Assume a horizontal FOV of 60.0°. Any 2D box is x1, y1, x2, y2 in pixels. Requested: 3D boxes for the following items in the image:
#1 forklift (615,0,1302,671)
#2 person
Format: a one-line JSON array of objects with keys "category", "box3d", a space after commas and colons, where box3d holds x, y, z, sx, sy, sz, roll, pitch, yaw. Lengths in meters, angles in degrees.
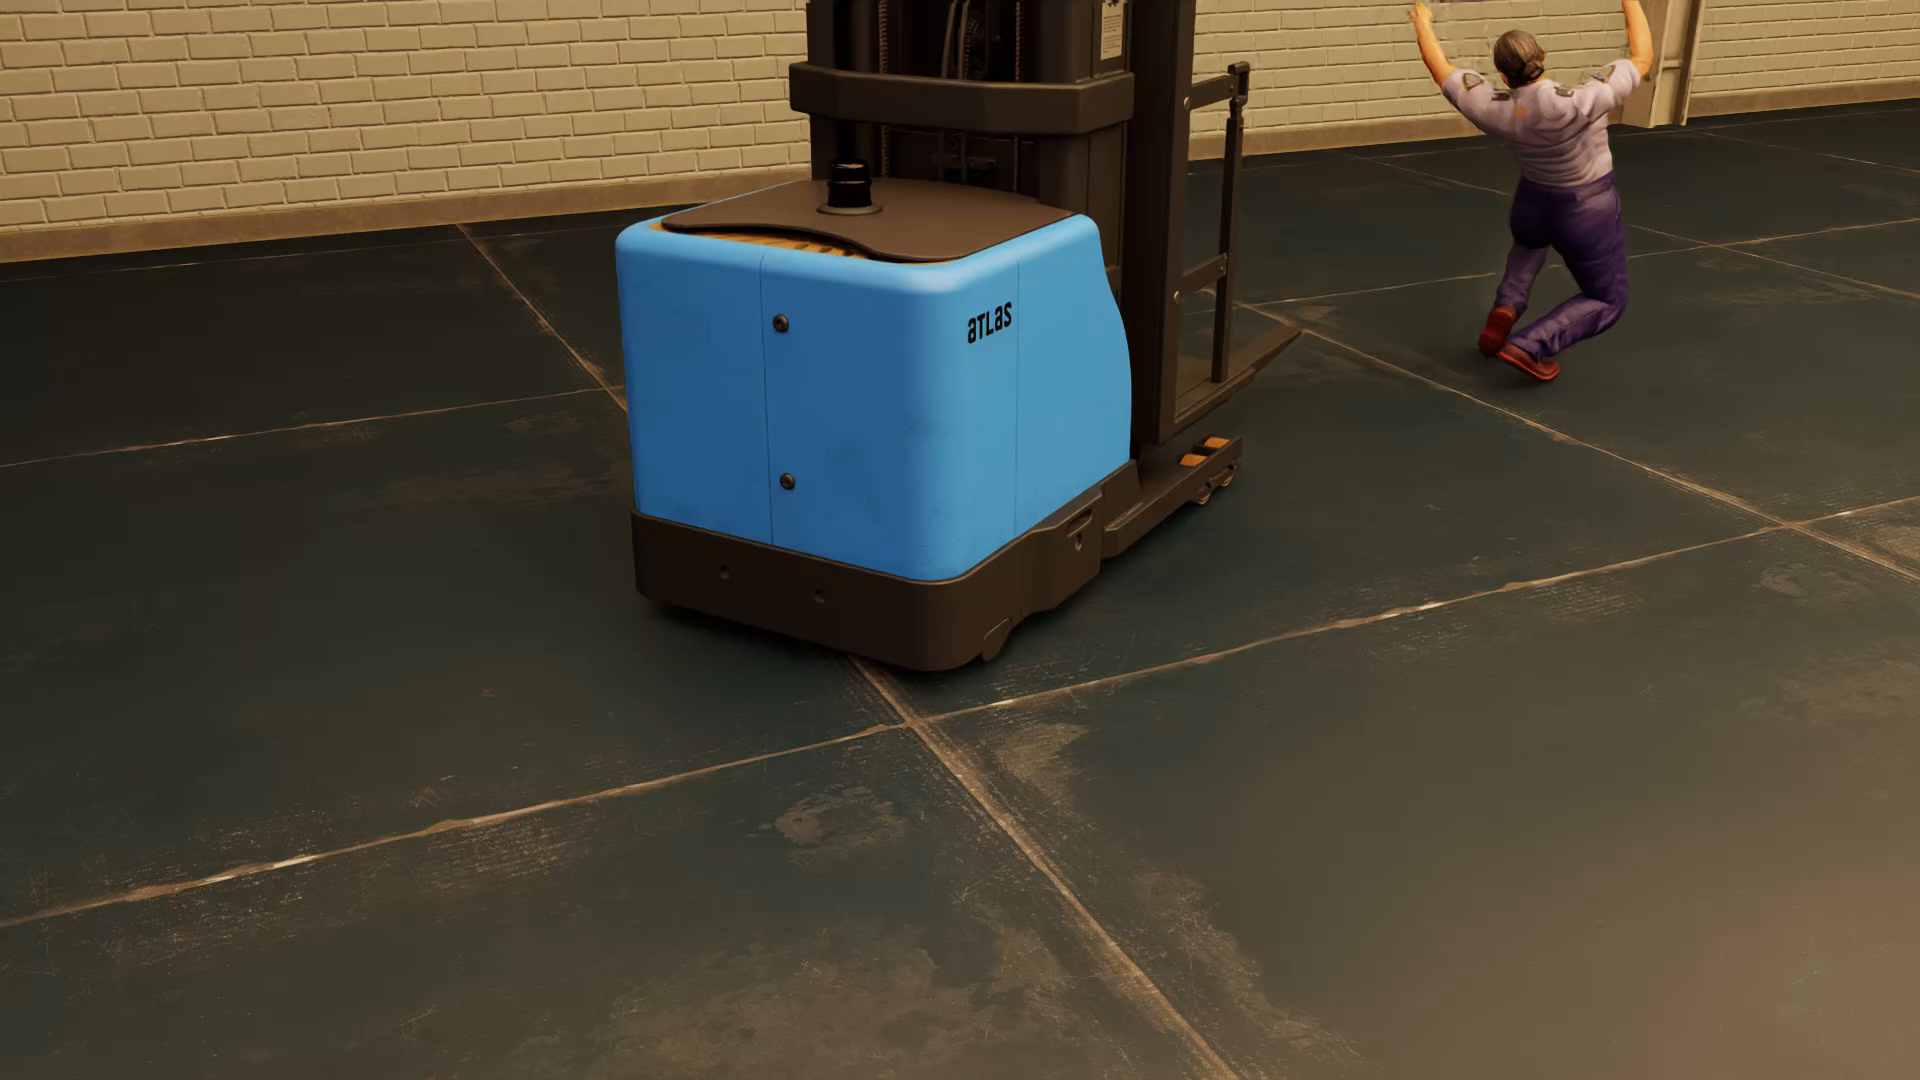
[{"category": "forklift", "box3d": [0.285, -1.547, 5.010, 1.130, 2.935, 3.031, 13, 26, 28]}, {"category": "person", "box3d": [2.208, -1.439, 6.578, 0.764, 1.579, 0.992, -17, 28, -34]}]
